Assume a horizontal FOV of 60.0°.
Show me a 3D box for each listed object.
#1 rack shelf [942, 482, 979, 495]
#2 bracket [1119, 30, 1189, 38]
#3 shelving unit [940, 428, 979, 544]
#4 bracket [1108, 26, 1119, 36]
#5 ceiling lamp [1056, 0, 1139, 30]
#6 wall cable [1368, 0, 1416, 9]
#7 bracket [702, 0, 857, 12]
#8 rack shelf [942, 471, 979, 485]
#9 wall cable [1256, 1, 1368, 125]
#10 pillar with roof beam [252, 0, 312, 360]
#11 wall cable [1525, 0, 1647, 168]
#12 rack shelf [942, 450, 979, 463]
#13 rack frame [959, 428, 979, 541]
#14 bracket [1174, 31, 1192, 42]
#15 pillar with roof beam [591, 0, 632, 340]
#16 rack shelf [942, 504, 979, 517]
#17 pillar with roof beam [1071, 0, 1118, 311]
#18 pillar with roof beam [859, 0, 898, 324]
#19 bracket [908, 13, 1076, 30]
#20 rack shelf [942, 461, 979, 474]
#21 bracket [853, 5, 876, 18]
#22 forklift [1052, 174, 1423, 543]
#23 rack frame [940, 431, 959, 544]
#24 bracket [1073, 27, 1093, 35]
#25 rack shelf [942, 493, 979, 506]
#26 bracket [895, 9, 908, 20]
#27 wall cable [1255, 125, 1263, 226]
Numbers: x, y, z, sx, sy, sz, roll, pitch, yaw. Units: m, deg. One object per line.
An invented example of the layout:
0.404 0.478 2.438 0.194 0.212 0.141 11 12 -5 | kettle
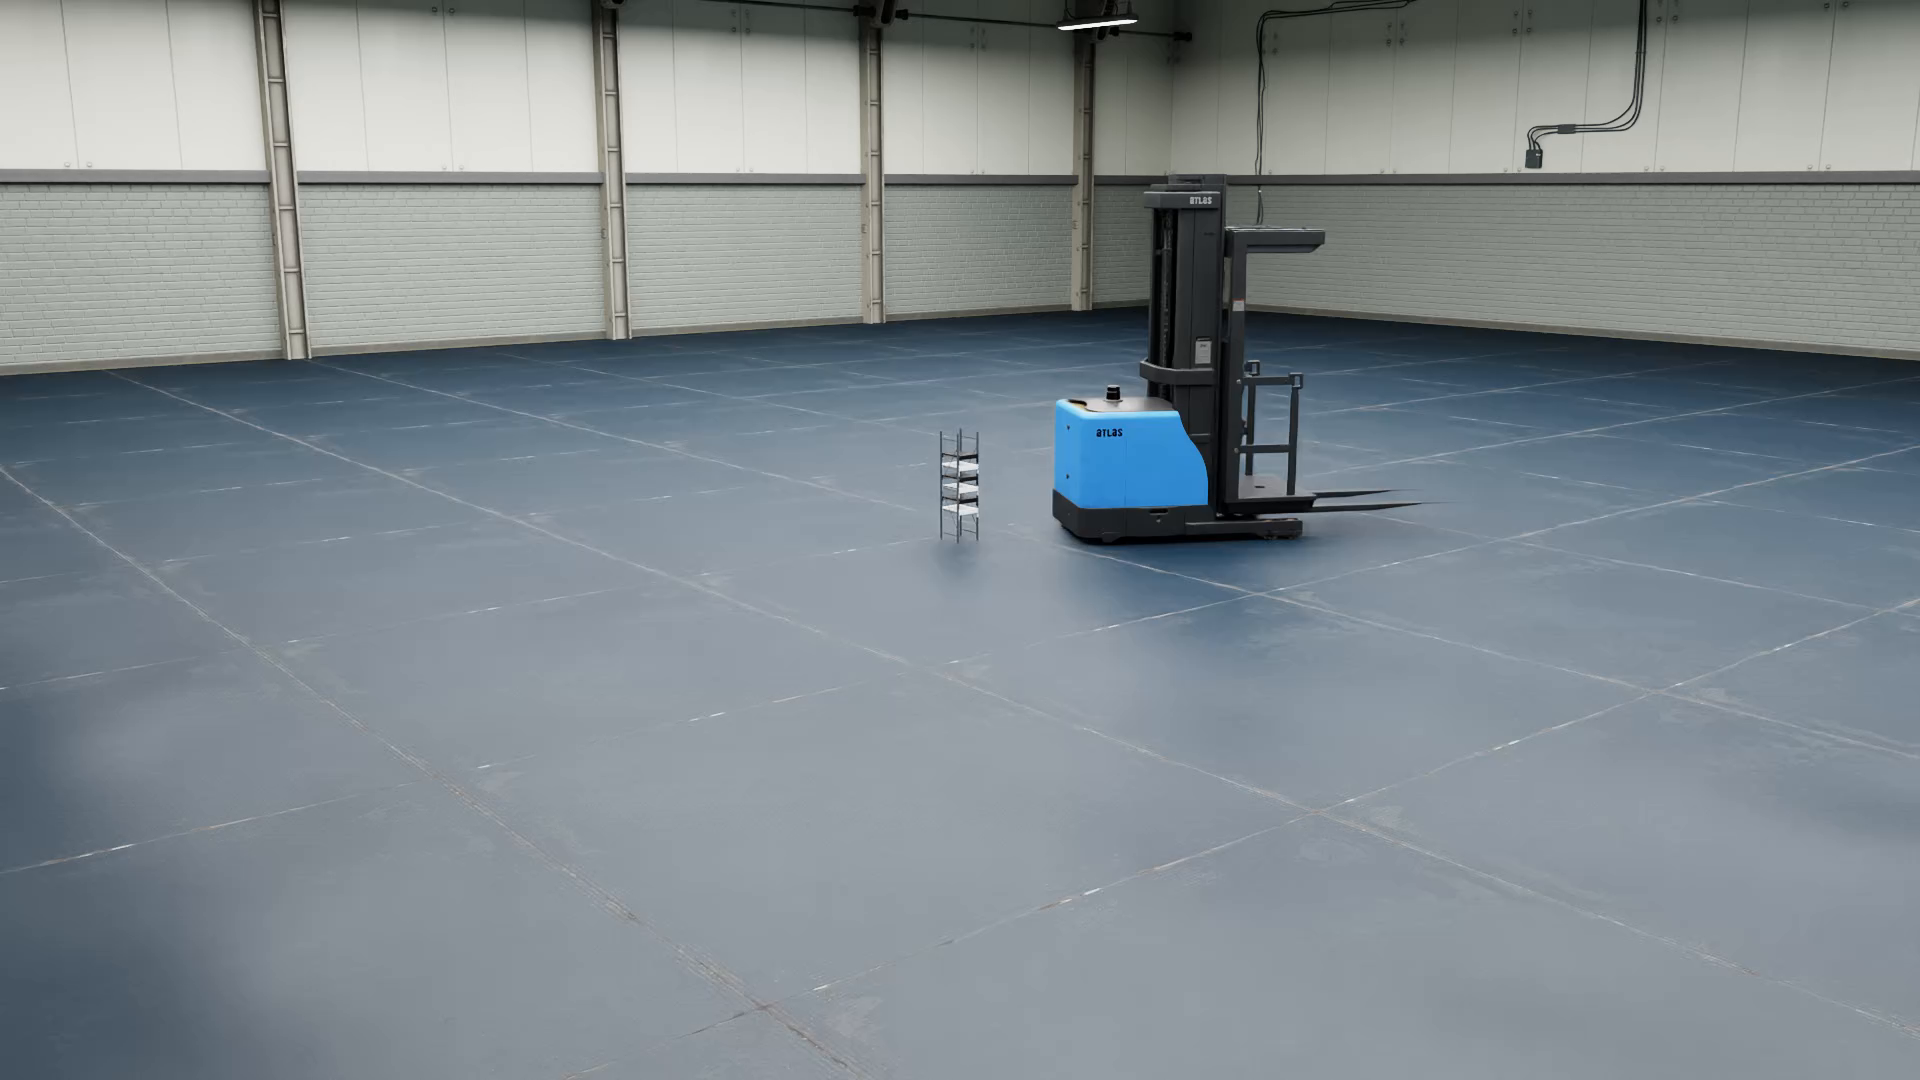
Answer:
-0.006 -0.407 13.537 0.200 0.077 0.258 -9 15 -38 | rack shelf
4.789 -11.797 38.857 3.189 0.066 0.076 -9 15 -38 | bracket
-0.006 -0.439 13.530 0.210 0.900 0.258 -9 15 -38 | shelving unit
3.399 -11.567 37.770 0.430 0.232 0.235 -9 15 -38 | bracket
2.803 -11.393 31.566 0.800 3.185 2.000 -9 15 -38 | ceiling lamp
9.603 -12.213 33.847 0.112 2.526 3.097 -9 15 -38 | wall cable
-3.946 -10.346 32.021 4.783 0.066 0.076 -9 15 -38 | bracket
-0.006 -0.495 13.519 0.200 0.077 0.258 -9 15 -38 | rack shelf
7.670 -10.490 36.683 0.112 2.526 3.097 -9 15 -38 | wall cable
-8.513 -6.776 23.873 0.400 9.000 9.100 -9 15 -38 | pillar with roof beam
11.898 -10.099 31.337 0.169 6.003 2.305 -9 15 -38 | wall cable
-0.006 -0.671 13.481 0.200 0.077 0.258 -9 15 -38 | rack shelf
0.073 -0.452 13.592 0.006 0.900 0.240 -9 15 -38 | rack frame
5.250 -11.874 39.218 0.430 0.232 0.235 -9 15 -38 | bracket
-3.828 -7.554 27.540 0.548 9.000 9.100 -9 15 -38 | pillar with roof beam
-0.006 -0.230 13.575 0.200 0.077 0.258 -9 15 -38 | rack shelf
5.543 -9.111 34.873 0.548 9.000 9.100 -9 15 -38 | pillar with roof beam
0.857 -8.333 31.206 0.548 9.000 9.100 -9 15 -38 | pillar with roof beam
0.739 -11.125 35.688 4.783 0.066 0.076 -9 15 -38 | bracket
-0.006 -0.583 13.500 0.200 0.077 0.258 -9 15 -38 | rack shelf
-1.934 -10.680 33.596 0.430 0.232 0.235 -9 15 -38 | bracket
2.360 -1.539 13.820 3.031 2.935 1.130 -2 12 -10 | forklift
-0.086 -0.426 13.468 0.006 0.900 0.240 -9 15 -38 | rack frame
2.751 -11.459 37.262 0.430 0.232 0.235 -9 15 -38 | bracket
-0.006 -0.318 13.556 0.200 0.077 0.258 -9 15 -38 | rack shelf
-1.286 -10.788 34.103 0.430 0.232 0.235 -9 15 -38 | bracket
5.980 -8.458 39.274 0.112 2.526 3.097 -9 15 -38 | wall cable
